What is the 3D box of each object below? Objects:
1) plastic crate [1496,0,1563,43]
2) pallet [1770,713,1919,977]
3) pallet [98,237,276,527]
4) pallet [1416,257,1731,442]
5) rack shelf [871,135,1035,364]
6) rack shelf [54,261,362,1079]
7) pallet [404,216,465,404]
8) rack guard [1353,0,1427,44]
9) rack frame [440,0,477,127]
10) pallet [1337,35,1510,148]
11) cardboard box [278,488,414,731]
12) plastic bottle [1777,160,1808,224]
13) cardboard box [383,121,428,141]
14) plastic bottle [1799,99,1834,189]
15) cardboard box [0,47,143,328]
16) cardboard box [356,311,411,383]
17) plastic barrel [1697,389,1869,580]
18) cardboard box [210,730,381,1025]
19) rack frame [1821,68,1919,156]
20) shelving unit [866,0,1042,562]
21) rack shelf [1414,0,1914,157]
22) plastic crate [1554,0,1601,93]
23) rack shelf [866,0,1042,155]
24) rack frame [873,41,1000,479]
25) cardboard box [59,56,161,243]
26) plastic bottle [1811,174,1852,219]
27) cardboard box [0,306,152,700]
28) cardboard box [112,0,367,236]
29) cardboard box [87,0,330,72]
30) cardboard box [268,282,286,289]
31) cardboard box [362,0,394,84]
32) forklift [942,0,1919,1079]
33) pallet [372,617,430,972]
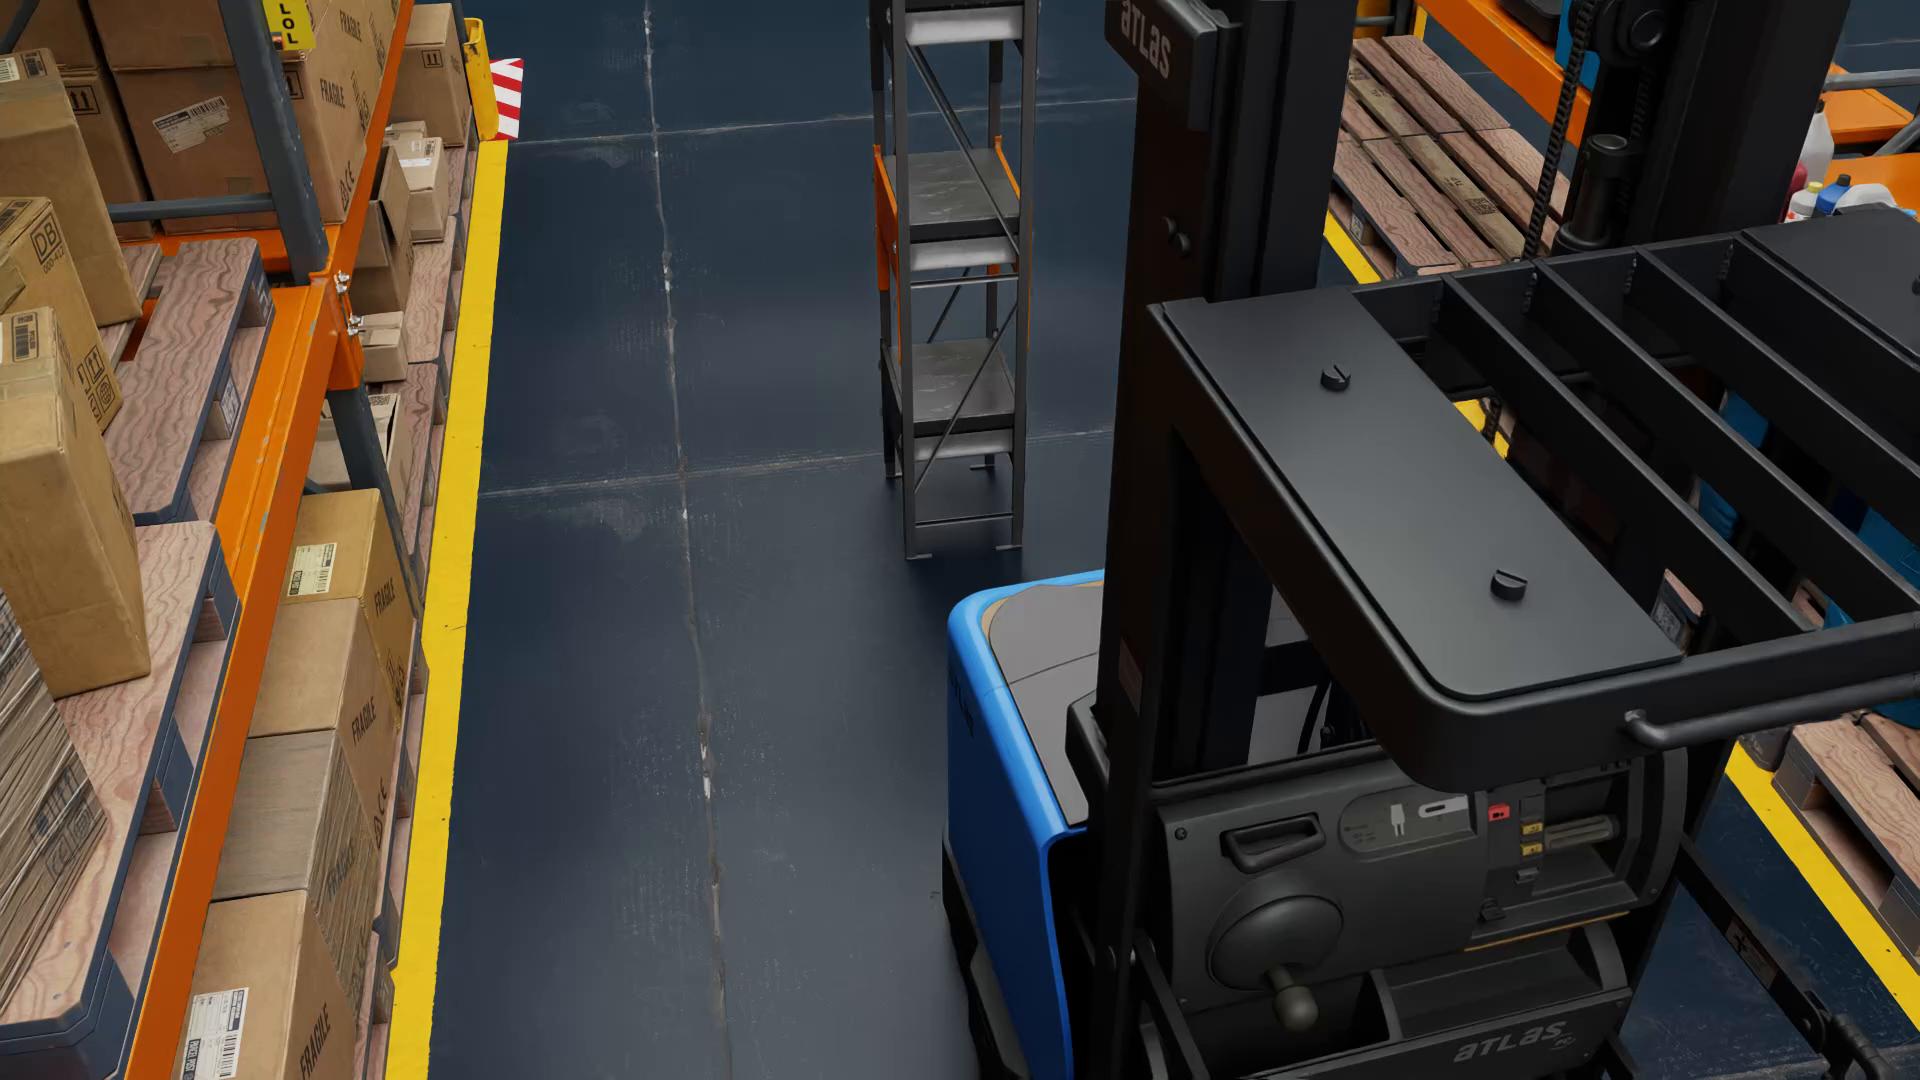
[{"bbox_3d":[2.179,-1.952,5.992,0.437,0.125,0.590,-6,38,-8],"label":"plastic crate"},{"bbox_3d":[2.952,0.921,4.393,1.003,0.211,1.213,-6,38,-8],"label":"pallet"},{"bbox_3d":[-2.204,-0.289,3.833,1.003,0.211,1.213,-6,38,-8],"label":"pallet"},{"bbox_3d":[2.473,-0.728,6.515,1.003,0.211,1.213,-6,38,-8],"label":"pallet"},{"bbox_3d":[-0.029,-0.918,5.243,0.431,0.518,0.480,-6,38,-8],"label":"rack shelf"},{"bbox_3d":[-1.886,0.633,3.076,1.077,0.370,4.000,-6,38,-8],"label":"rack shelf"},{"bbox_3d":[-2.574,-0.911,6.751,1.003,0.211,1.213,-6,38,-8],"label":"pallet"},{"bbox_3d":[1.922,-2.831,8.987,1.175,0.500,0.348,-6,38,-8],"label":"rack guard"},{"bbox_3d":[-2.938,-3.275,7.520,1.000,3.000,0.127,-6,38,-8],"label":"rack frame"},{"bbox_3d":[2.045,-2.202,8.412,1.003,0.211,1.213,-6,38,-8],"label":"pallet"},{"bbox_3d":[-1.868,0.222,4.698,0.500,0.500,0.500,-6,38,-8],"label":"cardboard box"},{"bbox_3d":[2.308,-0.995,4.681,0.061,0.283,0.133,-6,38,-8],"label":"plastic bottle"},{"bbox_3d":[-2.618,-1.773,7.539,0.380,0.166,0.250,-6,38,-8],"label":"cardboard box"},{"bbox_3d":[2.390,-1.098,4.759,0.144,0.351,0.185,-6,38,-8],"label":"plastic bottle"},{"bbox_3d":[-2.374,-0.754,3.852,0.700,0.500,0.500,-19,42,-23],"label":"cardboard box"},{"bbox_3d":[-2.259,-0.712,6.172,0.380,0.166,0.250,-6,38,-8],"label":"cardboard box"},{"bbox_3d":[2.719,-0.396,5.183,0.600,0.901,0.708,-6,38,-8],"label":"plastic barrel"},{"bbox_3d":[-1.703,0.824,3.923,0.500,0.500,0.500,-6,38,-7],"label":"cardboard box"},{"bbox_3d":[2.640,-1.389,5.093,1.000,3.000,0.127,-6,38,-8],"label":"rack frame"},{"bbox_3d":[-0.029,-0.929,5.235,0.431,2.100,0.503,-6,38,-8],"label":"shelving unit"},{"bbox_3d":[2.290,-2.313,6.869,1.077,0.370,4.000,-6,38,-8],"label":"rack shelf"},{"bbox_3d":[2.223,-1.652,5.396,0.392,0.384,0.575,-6,38,-8],"label":"plastic crate"},{"bbox_3d":[-0.029,-1.471,4.813,0.431,0.518,0.480,-6,38,-8],"label":"rack shelf"},{"bbox_3d":[-0.072,-1.077,5.424,0.400,2.100,0.015,-6,38,-8],"label":"rack frame"},{"bbox_3d":[-2.577,-1.173,4.733,0.500,0.500,0.500,-6,38,-7],"label":"cardboard box"},{"bbox_3d":[2.363,-0.864,4.522,0.097,0.271,0.097,0,38,0],"label":"plastic bottle"},{"bbox_3d":[-1.867,-0.004,2.886,0.700,0.500,0.500,-16,41,-19],"label":"cardboard box"},{"bbox_3d":[-2.058,-1.235,4.814,0.500,0.500,0.500,-5,38,-7],"label":"cardboard box"},{"bbox_3d":[-2.043,-1.608,4.478,0.500,0.500,0.500,-5,38,-7],"label":"cardboard box"},{"bbox_3d":[-2.748,-0.737,6.087,0.500,0.311,0.500,-6,38,-8],"label":"cardboard box"},{"bbox_3d":[-2.237,-1.847,5.601,0.500,0.500,0.500,-6,38,-8],"label":"cardboard box"},{"bbox_3d":[0.834,0.611,2.575,1.130,2.935,3.031,-9,39,-12],"label":"forklift"},{"bbox_3d":[-2.057,0.730,4.639,1.003,0.211,1.213,-6,38,-8],"label":"pallet"}]
